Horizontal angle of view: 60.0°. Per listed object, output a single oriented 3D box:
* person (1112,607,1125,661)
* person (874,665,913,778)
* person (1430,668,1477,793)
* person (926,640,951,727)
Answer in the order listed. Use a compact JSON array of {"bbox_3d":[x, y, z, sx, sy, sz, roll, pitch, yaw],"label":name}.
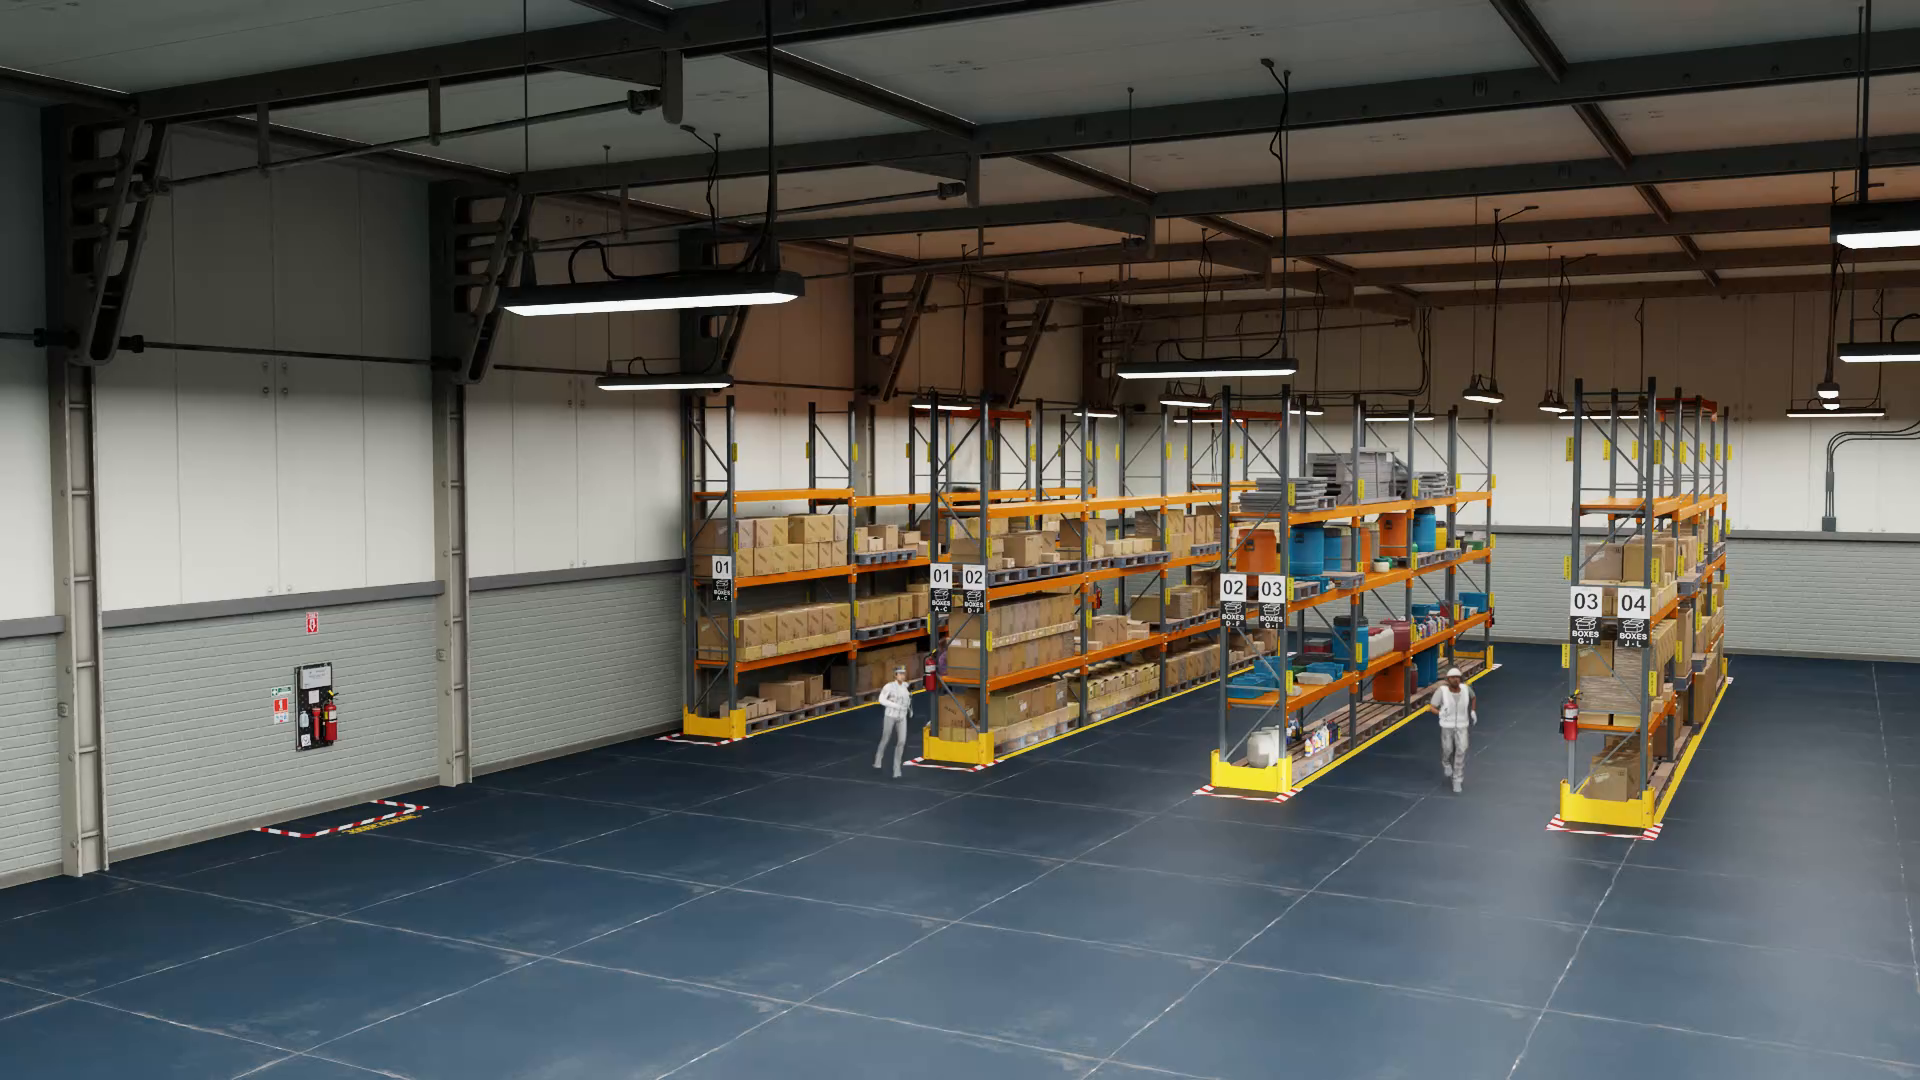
[{"bbox_3d":[3.557,2.263,37.322,0.531,1.557,0.539,1,3,23],"label":"person"},{"bbox_3d":[-0.997,2.796,25.975,0.643,1.703,0.874,-1,3,-25],"label":"person"},{"bbox_3d":[7.379,2.818,24.866,0.715,1.827,0.949,0,3,6],"label":"person"},{"bbox_3d":[-0.315,2.617,30.413,0.507,1.594,1.034,2,3,28],"label":"person"}]
